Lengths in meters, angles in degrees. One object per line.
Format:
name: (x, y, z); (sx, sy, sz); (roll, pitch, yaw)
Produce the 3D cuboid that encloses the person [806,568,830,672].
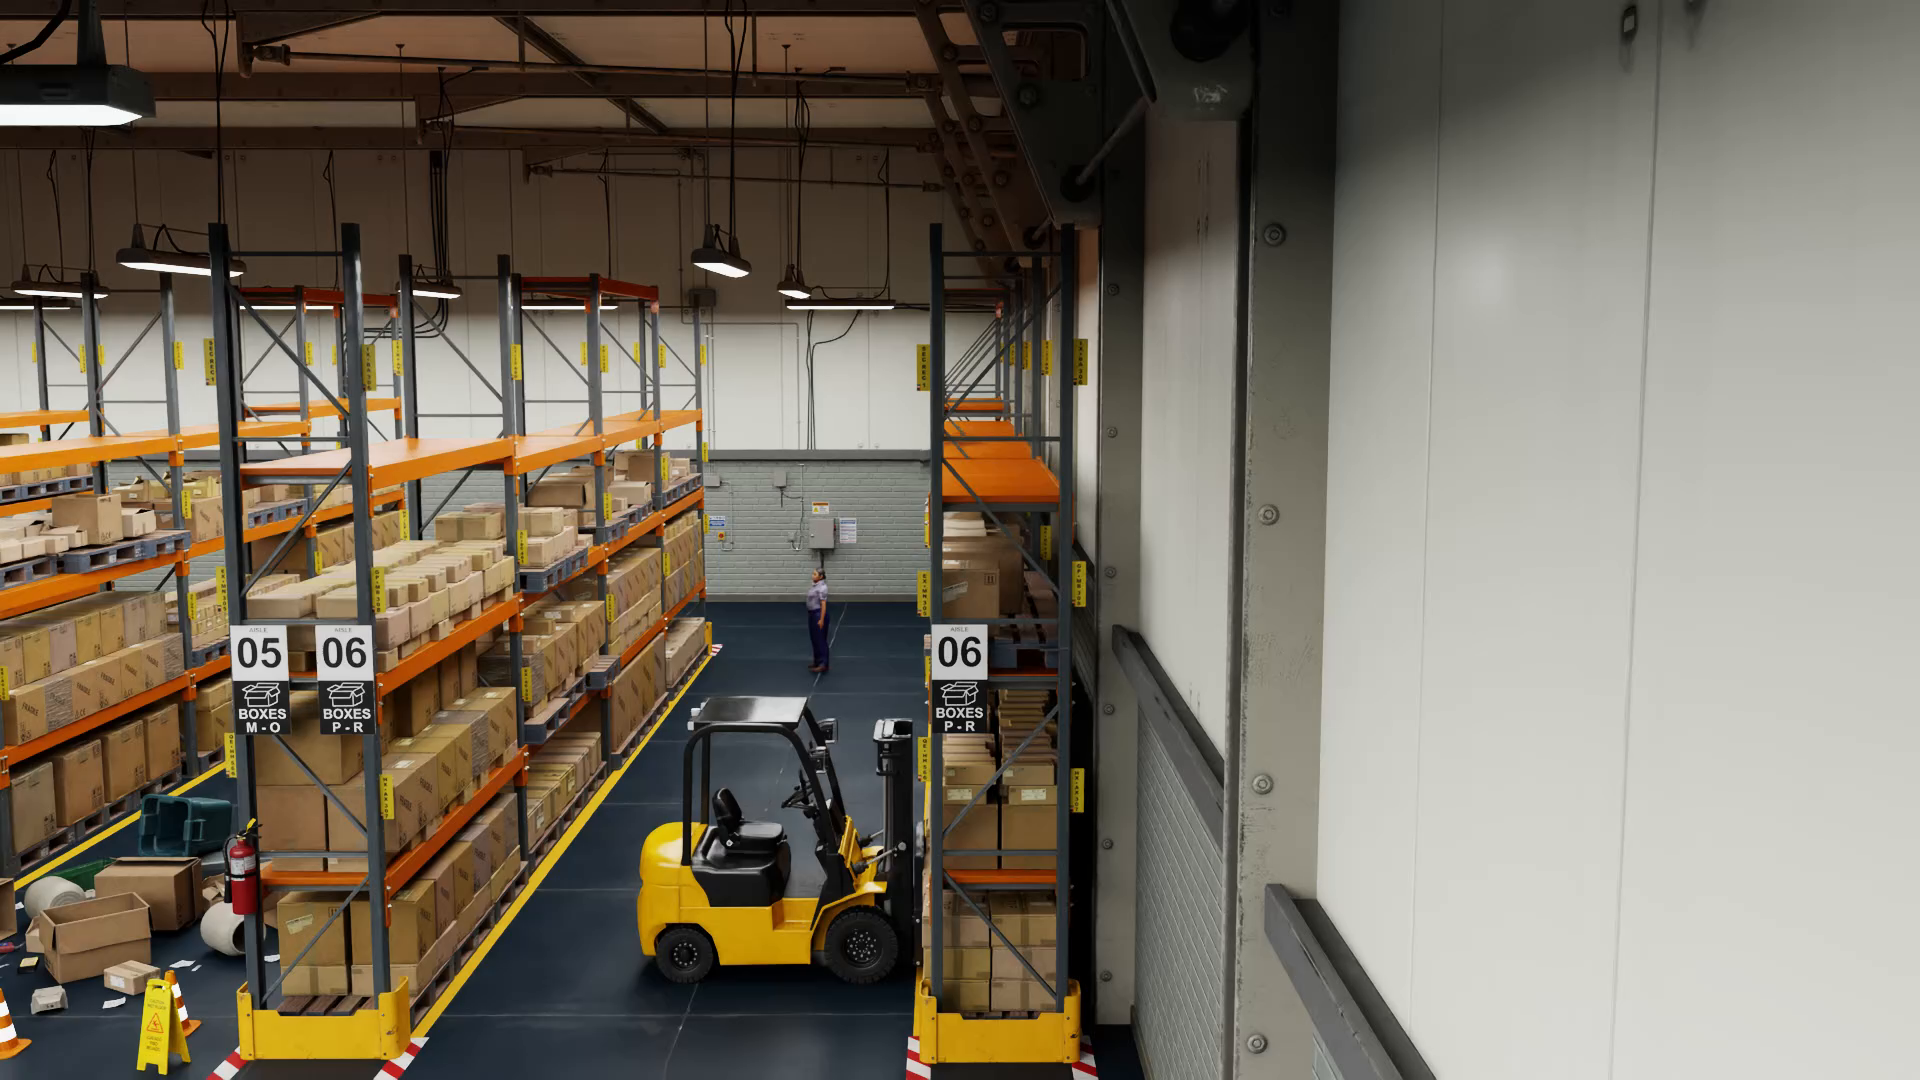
person: (-2.275, 1.268, 26.551); (0.342, 1.648, 0.580); (-3, 7, -21)
